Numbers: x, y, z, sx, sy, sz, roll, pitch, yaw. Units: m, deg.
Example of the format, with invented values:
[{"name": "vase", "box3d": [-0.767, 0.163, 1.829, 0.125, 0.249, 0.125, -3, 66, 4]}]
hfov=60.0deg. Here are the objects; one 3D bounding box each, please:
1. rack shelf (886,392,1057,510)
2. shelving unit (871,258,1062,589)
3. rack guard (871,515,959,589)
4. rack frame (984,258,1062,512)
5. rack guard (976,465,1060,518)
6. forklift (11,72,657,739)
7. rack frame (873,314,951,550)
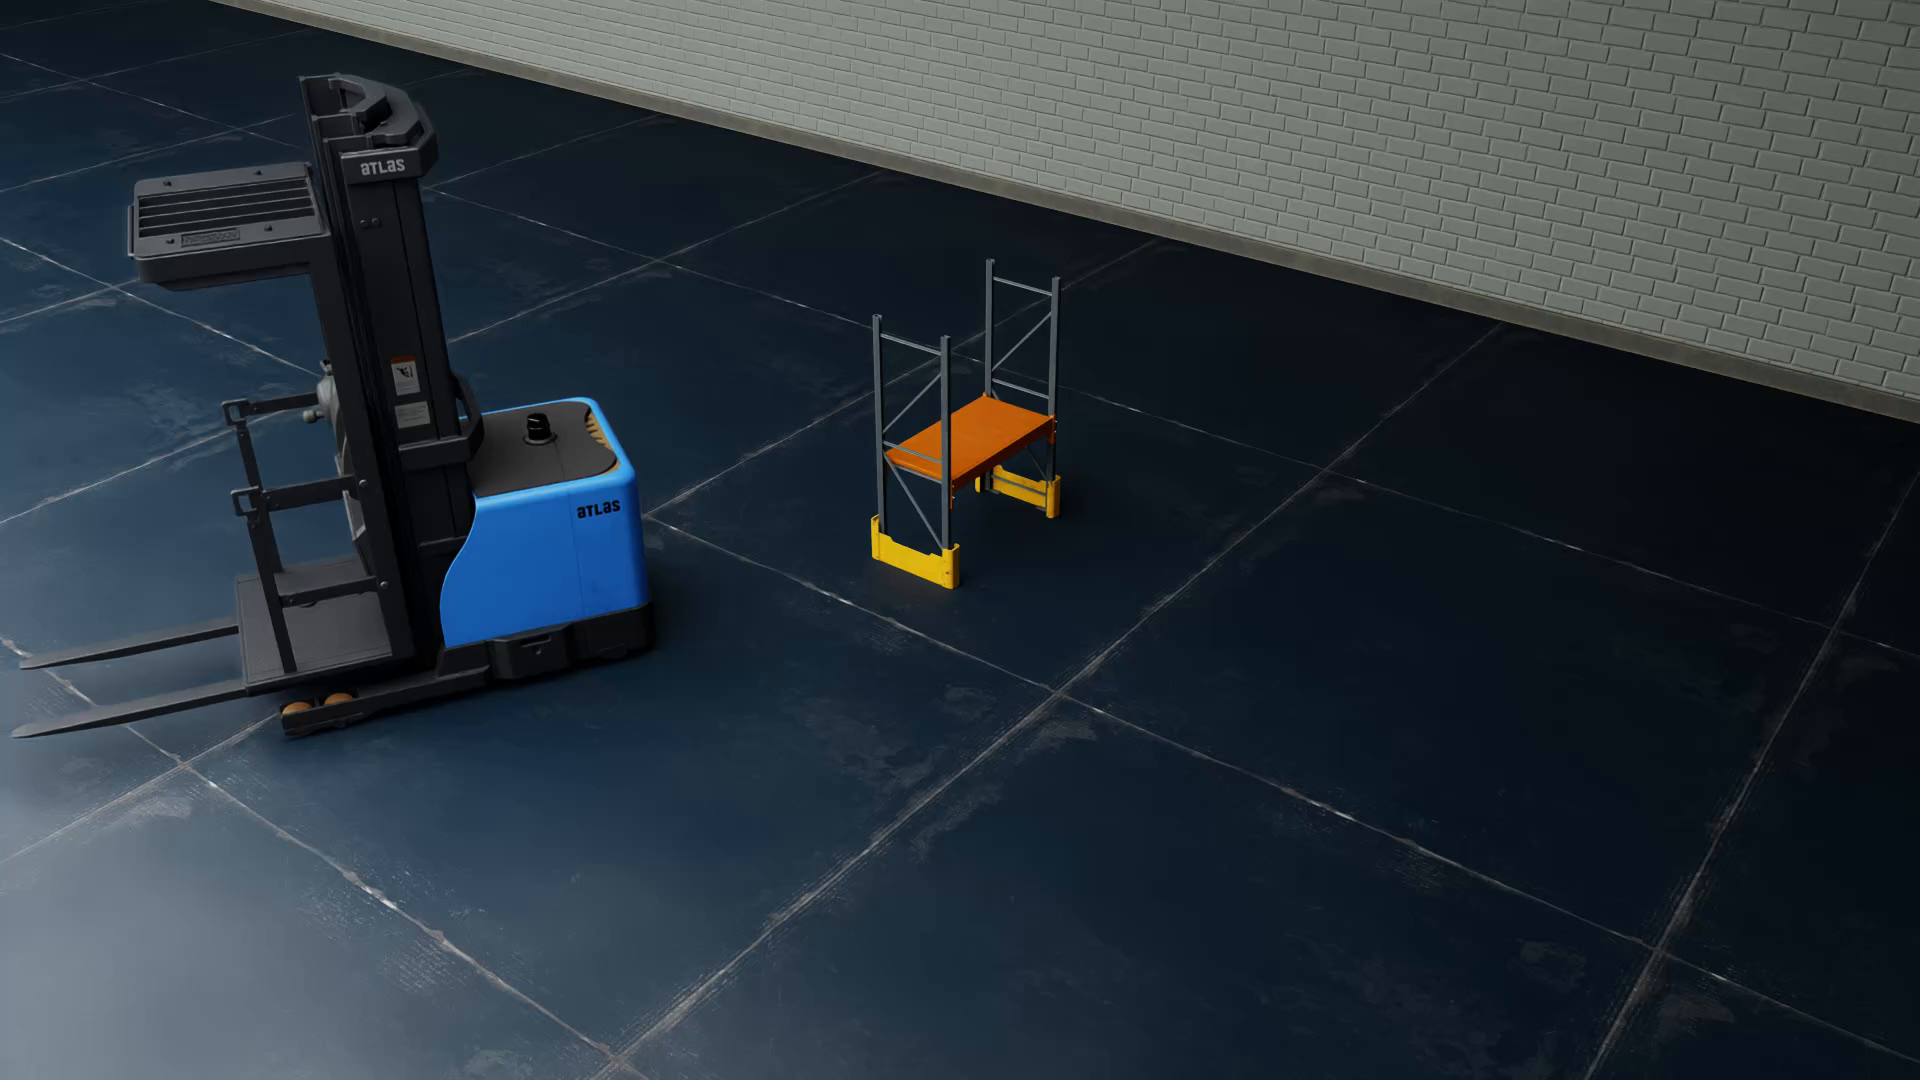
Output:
[{"name": "rack shelf", "box3d": [0.052, -0.525, 9.518, 0.538, 0.185, 1.000, 21, 37, 31]}, {"name": "shelving unit", "box3d": [0.046, -0.676, 9.420, 0.587, 1.500, 1.083, 21, 37, 31]}, {"name": "rack guard", "box3d": [-0.255, 0.064, 9.397, 0.587, 0.250, 0.087, 21, 37, 31]}, {"name": "rack frame", "box3d": [0.358, -0.887, 9.775, 0.500, 1.500, 0.032, 21, 37, 31]}, {"name": "rack guard", "box3d": [0.347, -0.341, 10.080, 0.587, 0.250, 0.087, 21, 37, 31]}, {"name": "forklift", "box3d": [-3.163, -0.606, 7.898, 3.031, 2.935, 1.130, -12, 33, -20]}, {"name": "rack frame", "box3d": [-0.255, -0.473, 9.077, 0.500, 1.500, 0.032, 21, 37, 31]}]
